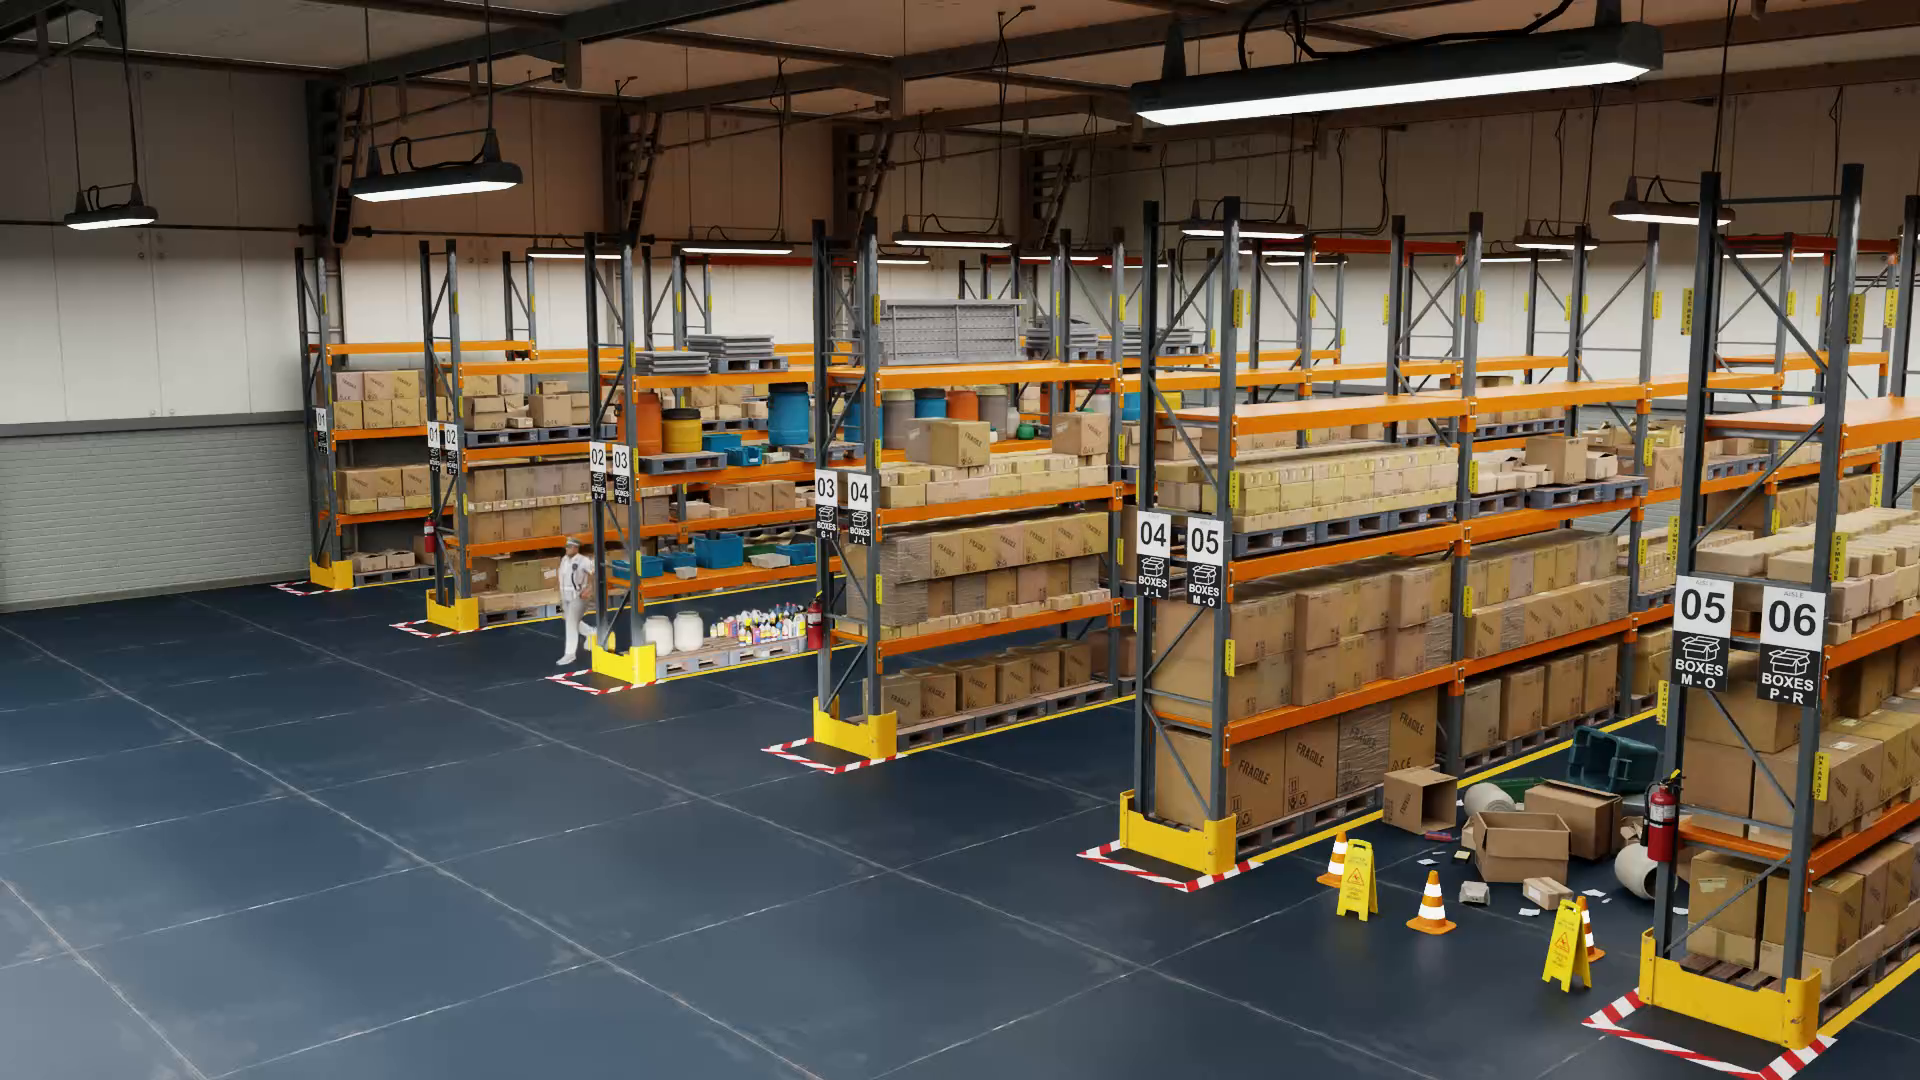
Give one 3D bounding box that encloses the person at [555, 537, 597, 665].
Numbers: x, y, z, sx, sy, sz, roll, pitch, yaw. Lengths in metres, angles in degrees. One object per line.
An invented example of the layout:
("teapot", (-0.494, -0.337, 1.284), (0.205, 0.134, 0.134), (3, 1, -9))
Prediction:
("person", (-5.463, 0.831, 23.741), (0.716, 1.807, 0.907), (6, 10, 37))
